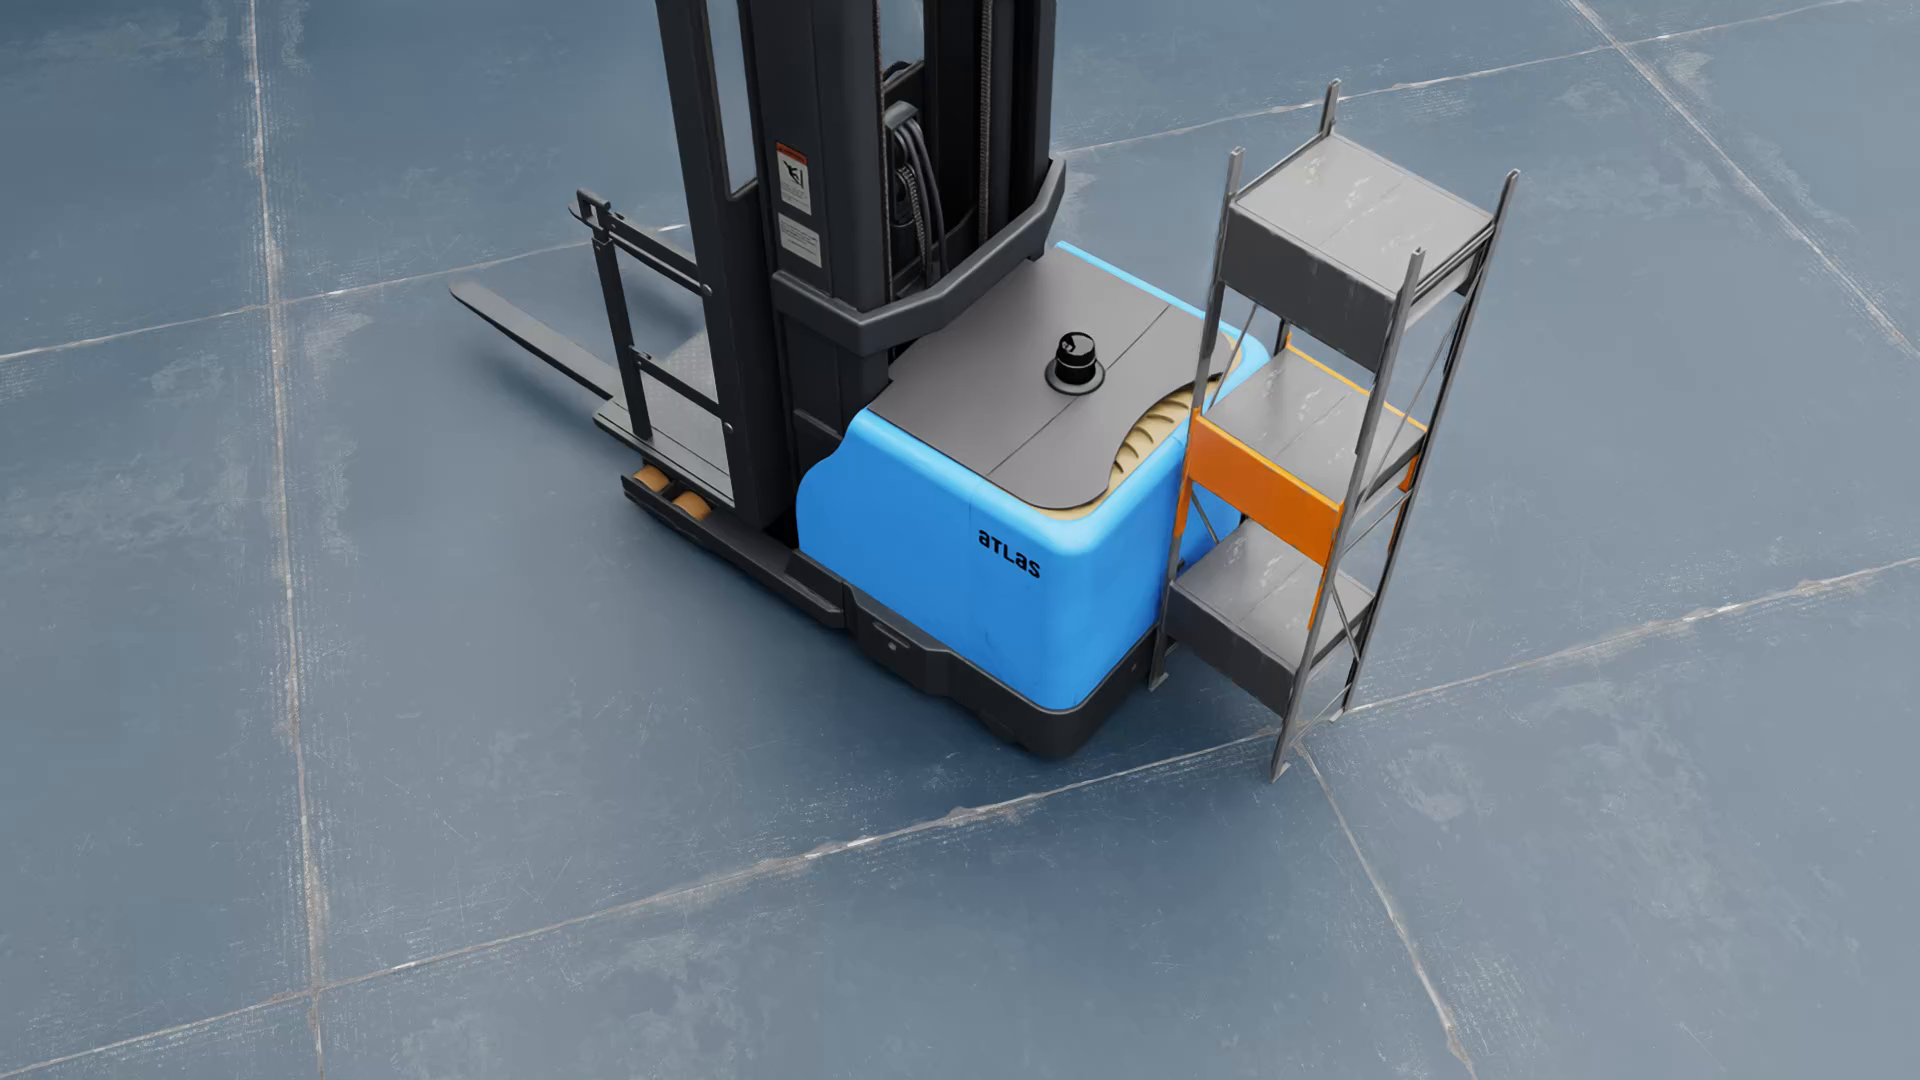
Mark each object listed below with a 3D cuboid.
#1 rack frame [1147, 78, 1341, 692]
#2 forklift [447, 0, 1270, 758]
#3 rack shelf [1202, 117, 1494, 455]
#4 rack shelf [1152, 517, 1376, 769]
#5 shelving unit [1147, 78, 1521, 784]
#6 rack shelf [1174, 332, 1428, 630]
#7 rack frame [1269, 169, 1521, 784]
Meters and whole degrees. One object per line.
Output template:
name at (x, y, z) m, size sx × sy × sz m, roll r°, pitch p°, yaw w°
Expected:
rack frame at (0.750, -0.300, 4.628) m, size 0.015 × 2.100 × 0.400 m, roll 37°, pitch 59°, yaw 27°
forklift at (-0.546, -1.234, 4.873) m, size 3.031 × 2.935 × 1.130 m, roll 32°, pitch 57°, yaw 24°
rack shelf at (0.926, -0.611, 3.993) m, size 0.480 × 0.518 × 0.431 m, roll 37°, pitch 59°, yaw 27°
rack shelf at (0.922, 0.291, 5.064) m, size 0.480 × 0.518 × 0.431 m, roll 37°, pitch 59°, yaw 27°
shelving unit at (0.924, -0.169, 4.518) m, size 0.503 × 2.100 × 0.431 m, roll 37°, pitch 59°, yaw 27°
rack shelf at (0.924, -0.160, 4.528) m, size 0.480 × 0.518 × 0.431 m, roll 37°, pitch 59°, yaw 27°
rack frame at (1.098, -0.038, 4.408) m, size 0.015 × 2.100 × 0.400 m, roll 37°, pitch 59°, yaw 27°
